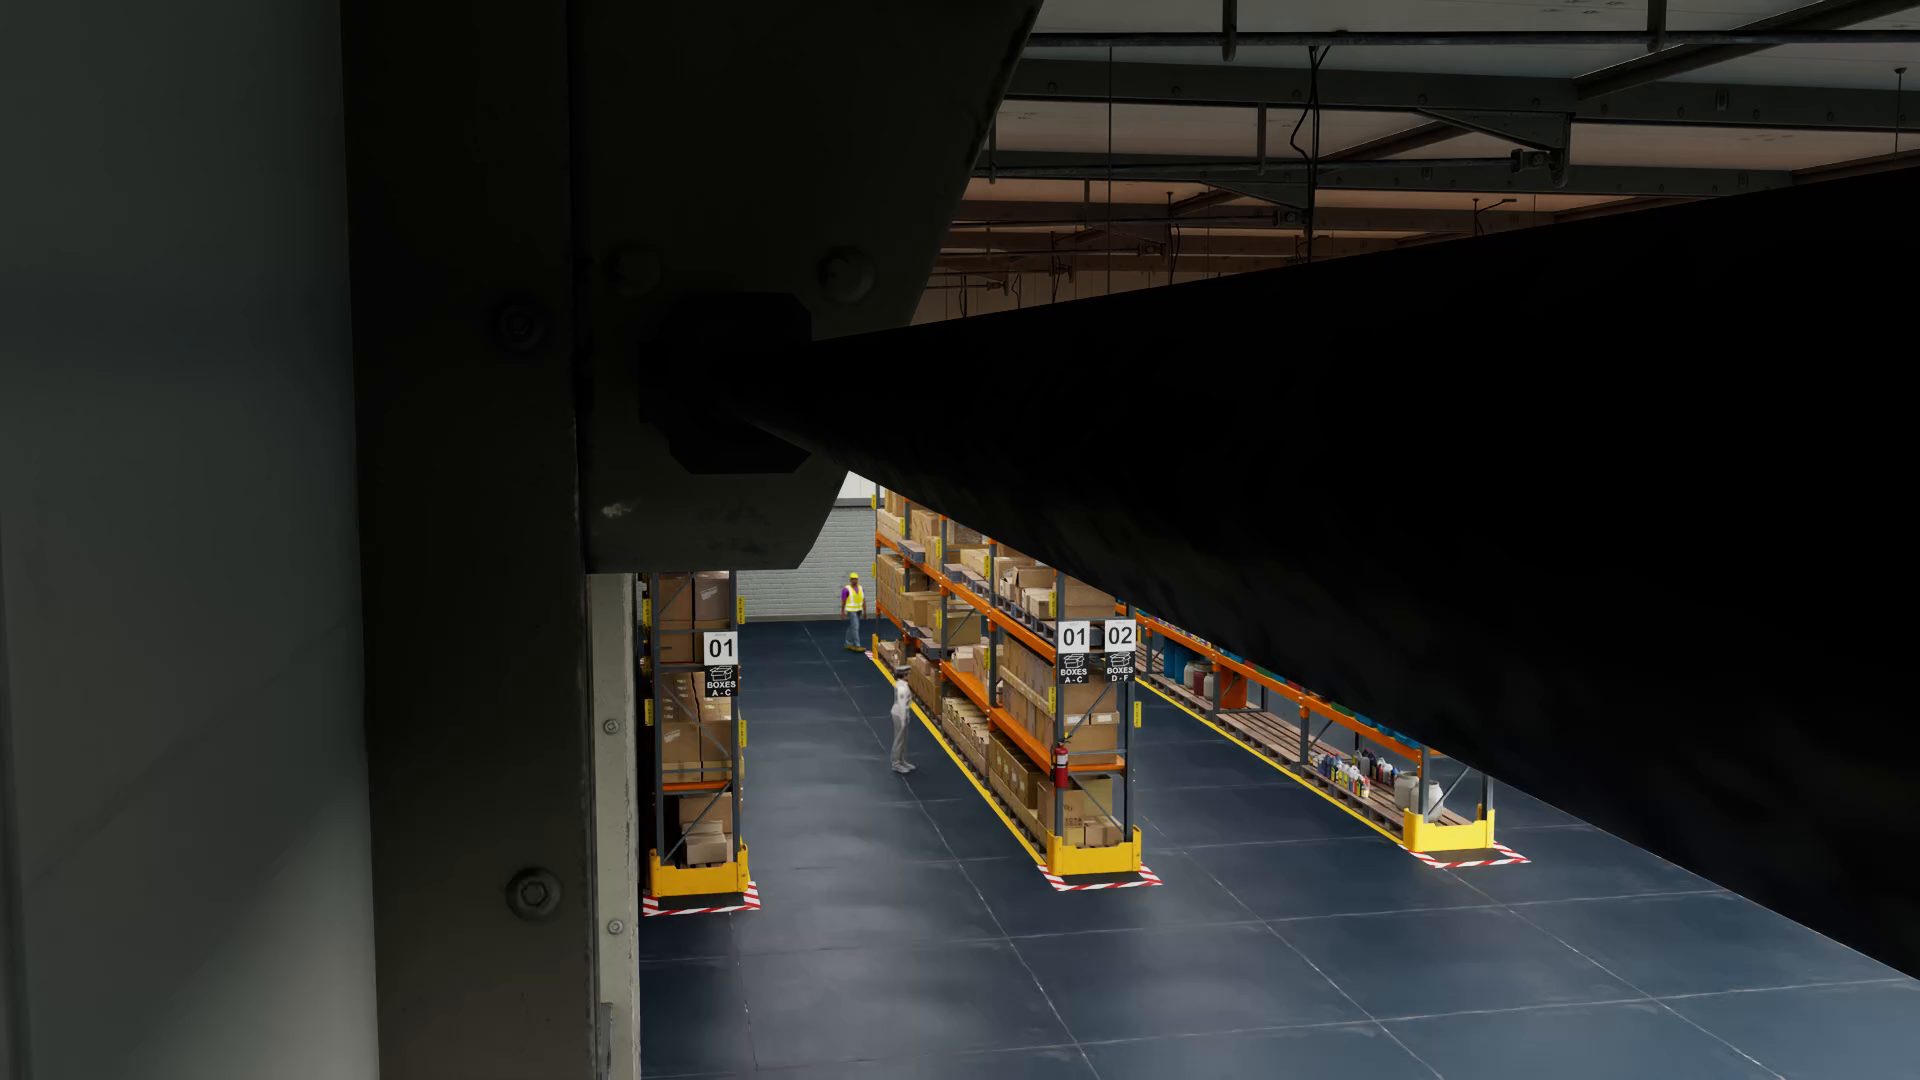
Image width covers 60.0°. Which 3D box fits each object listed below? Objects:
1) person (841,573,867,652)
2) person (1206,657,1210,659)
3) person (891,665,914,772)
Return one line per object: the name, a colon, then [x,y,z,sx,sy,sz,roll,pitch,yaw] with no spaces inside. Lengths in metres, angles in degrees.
person: [-2.305,1.620,37.440,0.713,1.756,0.564,4,7,31]
person: [5.336,1.802,36.541,0.501,1.553,0.805,-1,6,-12]
person: [-0.909,2.805,26.244,0.362,1.684,0.504,0,6,-3]
